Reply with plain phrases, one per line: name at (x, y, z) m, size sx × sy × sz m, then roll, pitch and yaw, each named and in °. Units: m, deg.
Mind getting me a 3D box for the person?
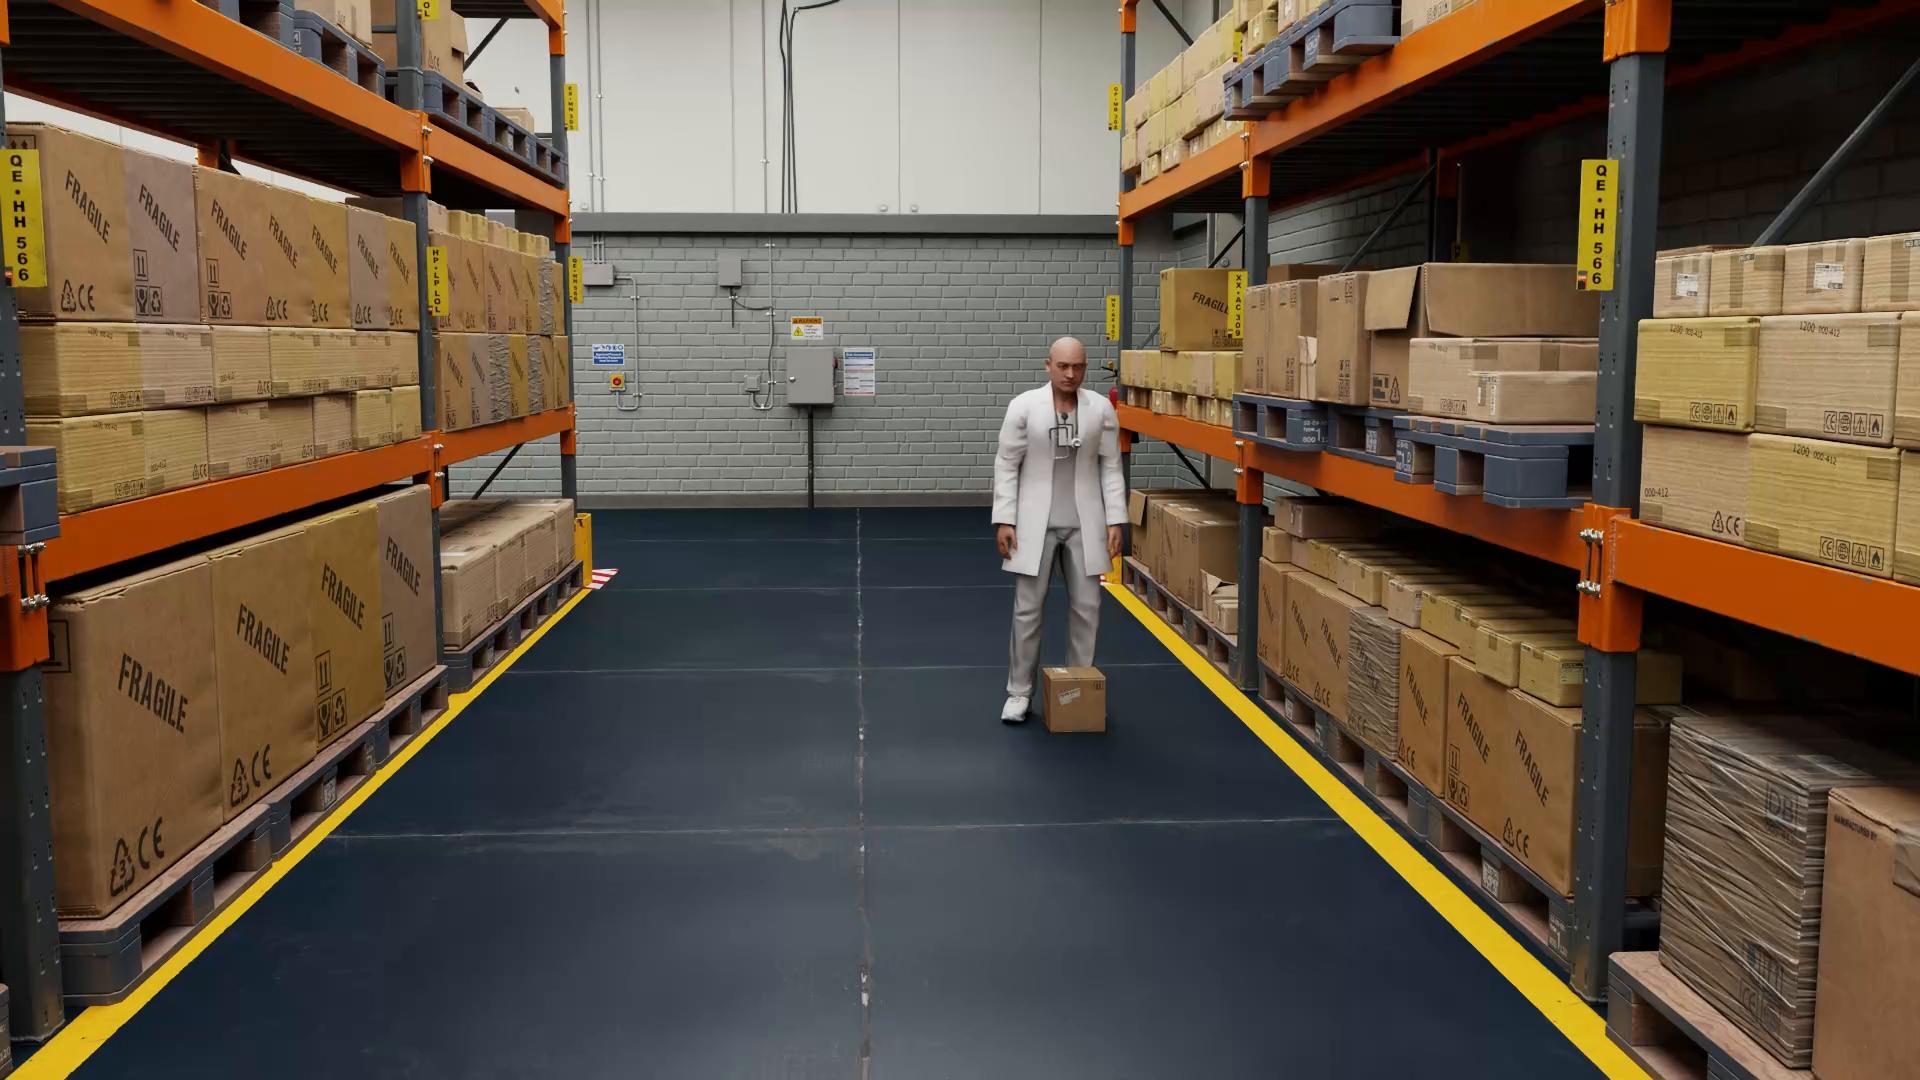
person at (0.468, -0.055, 7.766) m, size 0.648 × 1.774 × 0.421 m, roll -1°, pitch 7°, yaw -6°
